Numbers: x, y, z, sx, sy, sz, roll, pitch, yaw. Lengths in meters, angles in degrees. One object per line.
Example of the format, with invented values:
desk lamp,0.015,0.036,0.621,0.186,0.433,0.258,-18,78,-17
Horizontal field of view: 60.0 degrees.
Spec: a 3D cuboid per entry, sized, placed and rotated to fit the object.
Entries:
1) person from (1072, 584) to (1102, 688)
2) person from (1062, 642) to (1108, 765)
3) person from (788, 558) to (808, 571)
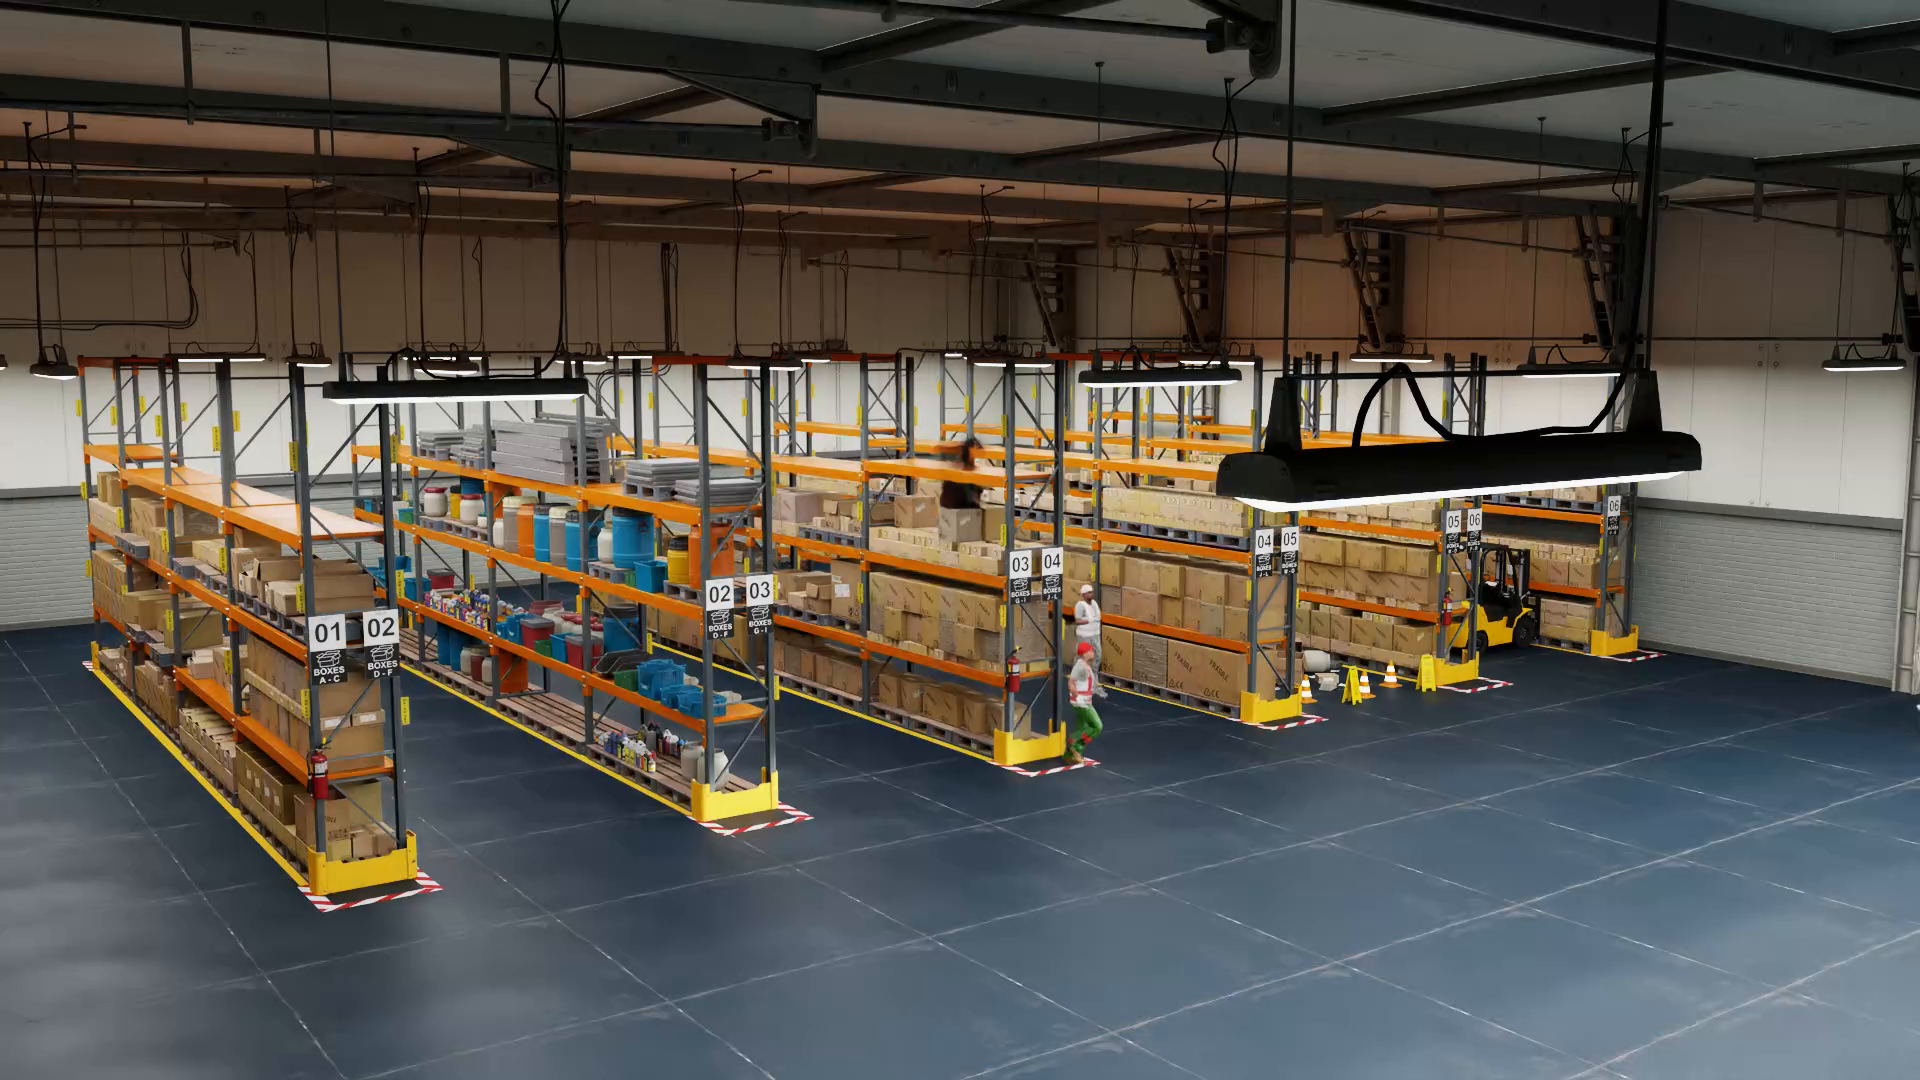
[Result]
person,2.239,1.707,28.695,0.659,1.889,0.697,-6,9,-42
person,1.781,2.318,23.652,0.635,1.746,0.632,1,7,5
person,-4.023,0.446,41.827,0.618,1.605,0.584,-1,7,-8
